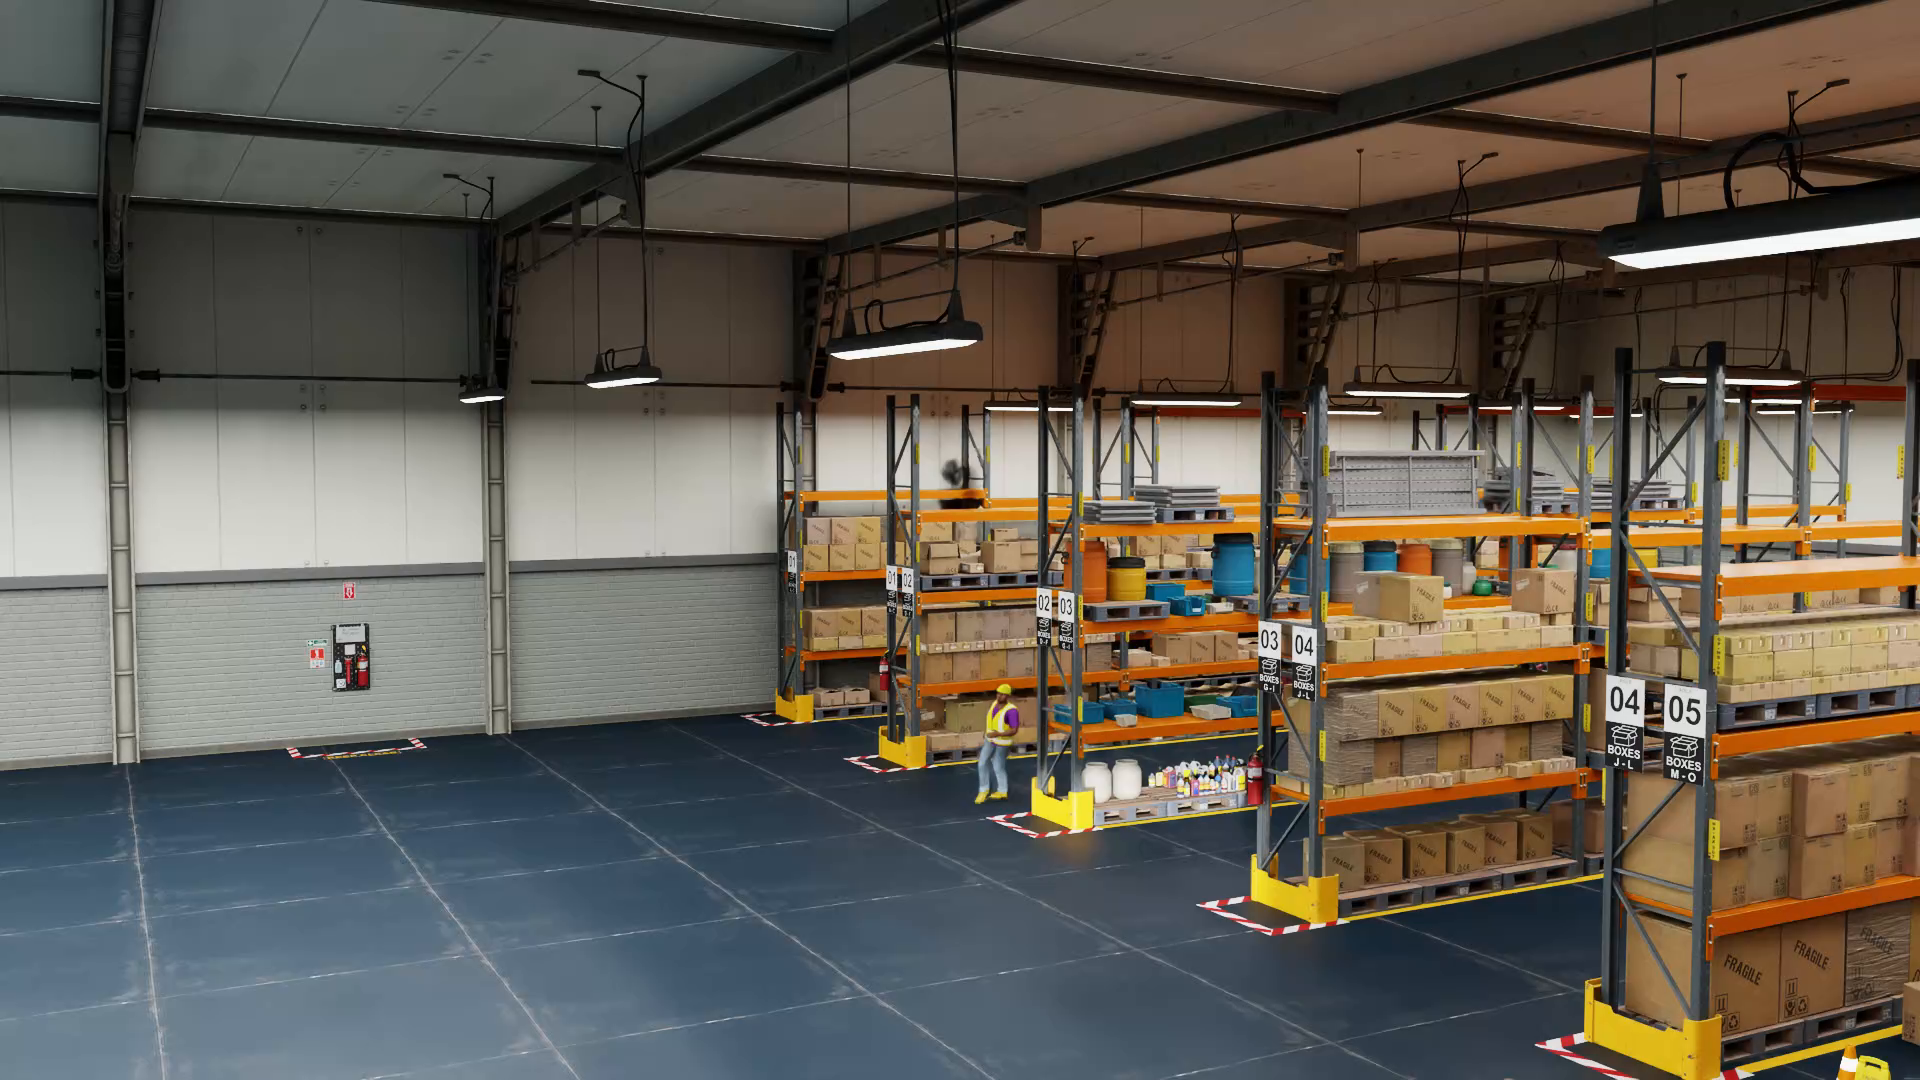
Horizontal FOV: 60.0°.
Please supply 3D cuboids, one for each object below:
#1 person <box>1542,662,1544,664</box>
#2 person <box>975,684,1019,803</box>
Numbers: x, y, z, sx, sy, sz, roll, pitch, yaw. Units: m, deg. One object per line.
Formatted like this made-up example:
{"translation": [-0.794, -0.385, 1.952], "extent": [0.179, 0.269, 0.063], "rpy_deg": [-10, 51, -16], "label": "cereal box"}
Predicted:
{"translation": [11.160, 2.551, 31.276], "extent": [0.868, 1.719, 0.565], "rpy_deg": [-3, 4, -40], "label": "person"}
{"translation": [0.573, 2.950, 23.988], "extent": [0.703, 1.781, 0.675], "rpy_deg": [3, 4, 38], "label": "person"}
